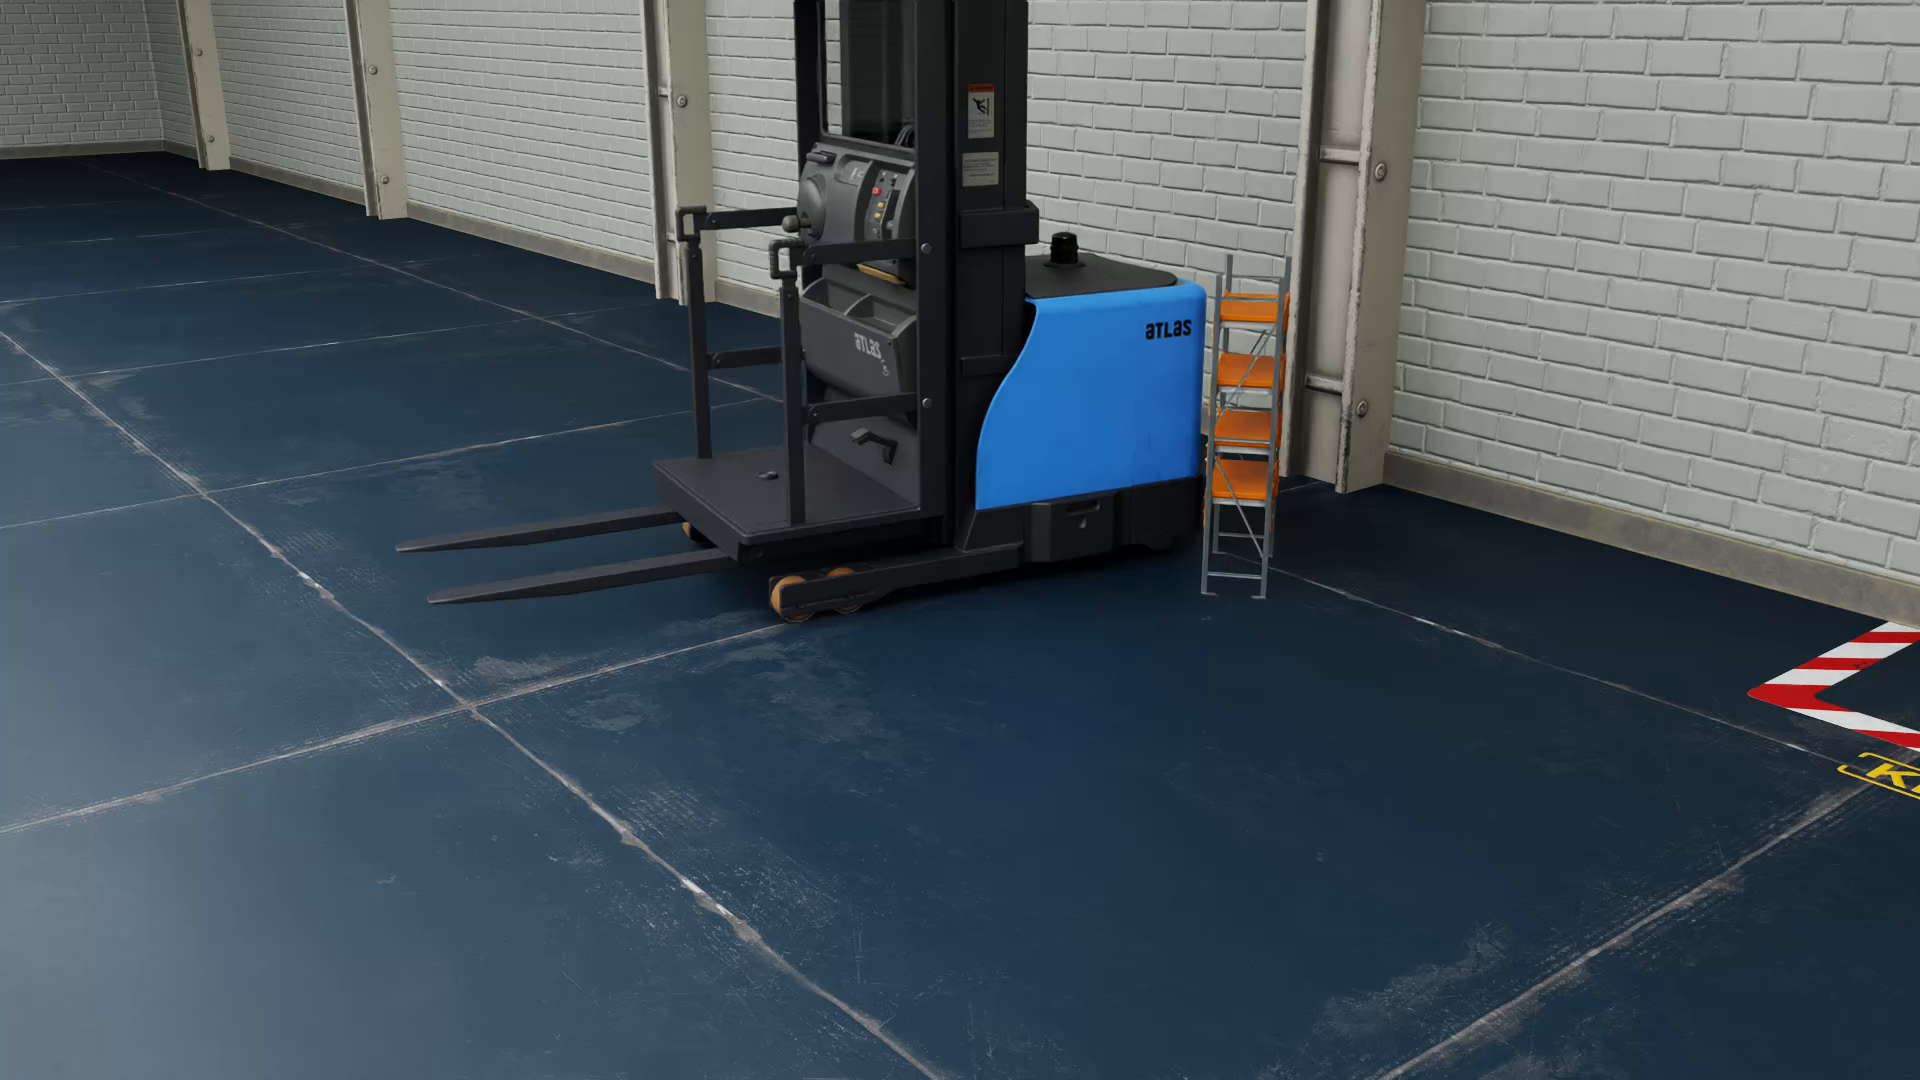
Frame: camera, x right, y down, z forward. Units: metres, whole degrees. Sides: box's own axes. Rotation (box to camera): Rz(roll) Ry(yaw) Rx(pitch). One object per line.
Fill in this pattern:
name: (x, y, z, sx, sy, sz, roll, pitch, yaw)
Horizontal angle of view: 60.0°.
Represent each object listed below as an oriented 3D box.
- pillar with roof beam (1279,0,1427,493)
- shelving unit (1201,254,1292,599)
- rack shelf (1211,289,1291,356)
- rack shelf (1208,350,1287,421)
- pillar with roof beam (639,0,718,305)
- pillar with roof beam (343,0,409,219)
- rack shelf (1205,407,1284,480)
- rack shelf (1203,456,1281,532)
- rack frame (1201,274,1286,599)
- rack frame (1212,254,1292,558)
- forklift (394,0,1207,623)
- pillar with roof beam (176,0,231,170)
pillar with roof beam: (-1.647, -3.719, 3.779, 9.100, 9.000, 0.400, -14, 23, -36)
shelving unit: (1.079, -0.434, 6.263, 0.258, 1.200, 0.503, 4, 19, 12)
rack shelf: (1.079, -0.807, 6.140, 0.258, 0.148, 0.480, 4, 19, 12)
rack shelf: (1.079, -0.582, 6.214, 0.258, 0.148, 0.480, 4, 19, 12)
pillar with roof beam: (-5.373, -5.198, 8.244, 9.100, 9.000, 0.400, -14, 23, -36)
pillar with roof beam: (-9.098, -6.676, 12.709, 9.100, 9.000, 0.400, -14, 23, -36)
rack shelf: (1.079, -0.370, 6.285, 0.258, 0.148, 0.480, 4, 19, 12)
rack shelf: (1.079, -0.181, 6.347, 0.258, 0.148, 0.480, 4, 19, 12)
rack frame: (1.023, -0.359, 6.038, 0.240, 1.200, 0.015, 4, 19, 12)
rack frame: (1.135, -0.508, 6.489, 0.240, 1.200, 0.015, 4, 19, 12)
forklift: (-0.573, -1.284, 6.076, 3.031, 2.935, 1.130, -9, 20, -26)
pillar with roof beam: (-12.823, -8.155, 17.173, 9.100, 9.000, 0.400, -14, 23, -36)
